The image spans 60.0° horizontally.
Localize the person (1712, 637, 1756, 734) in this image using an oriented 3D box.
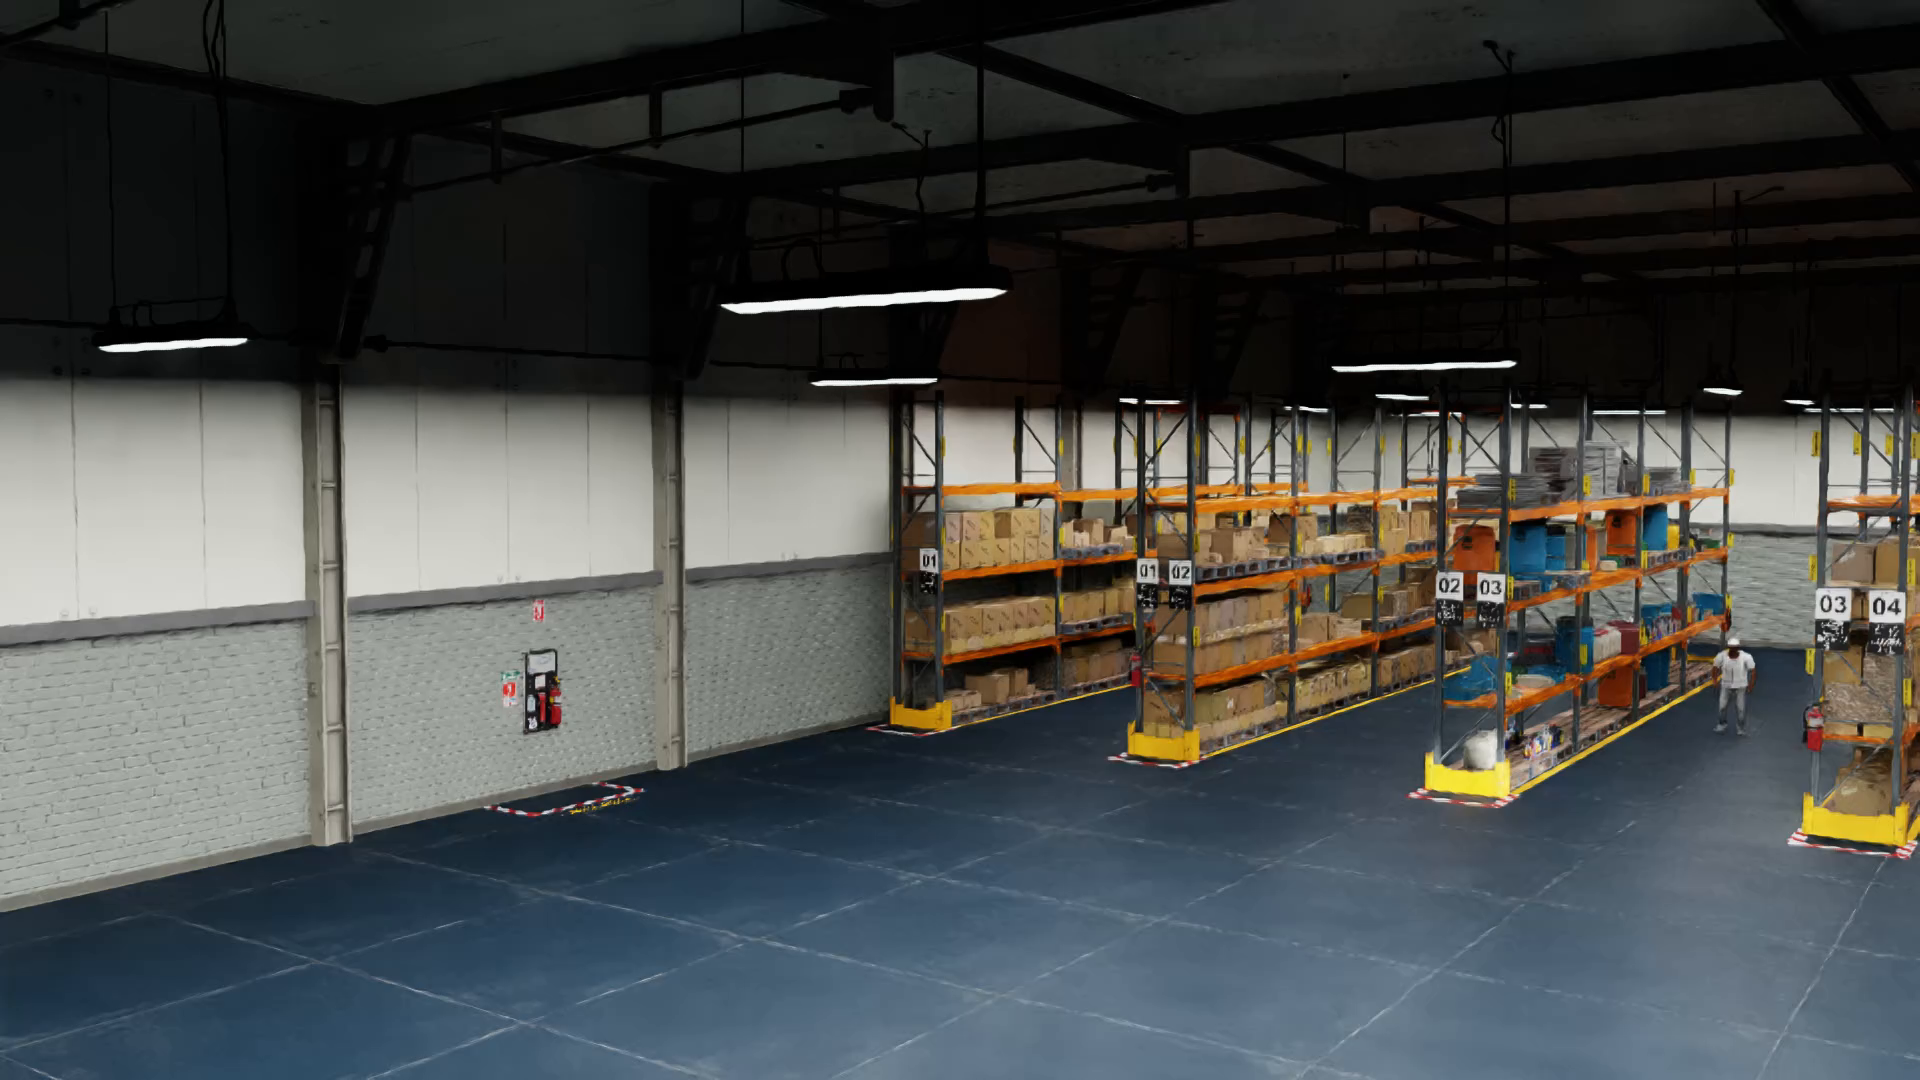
[{"bbox_3d":[13.433,2.527,28.895,0.719,1.714,0.578,2,4,33],"label":"person"}]
